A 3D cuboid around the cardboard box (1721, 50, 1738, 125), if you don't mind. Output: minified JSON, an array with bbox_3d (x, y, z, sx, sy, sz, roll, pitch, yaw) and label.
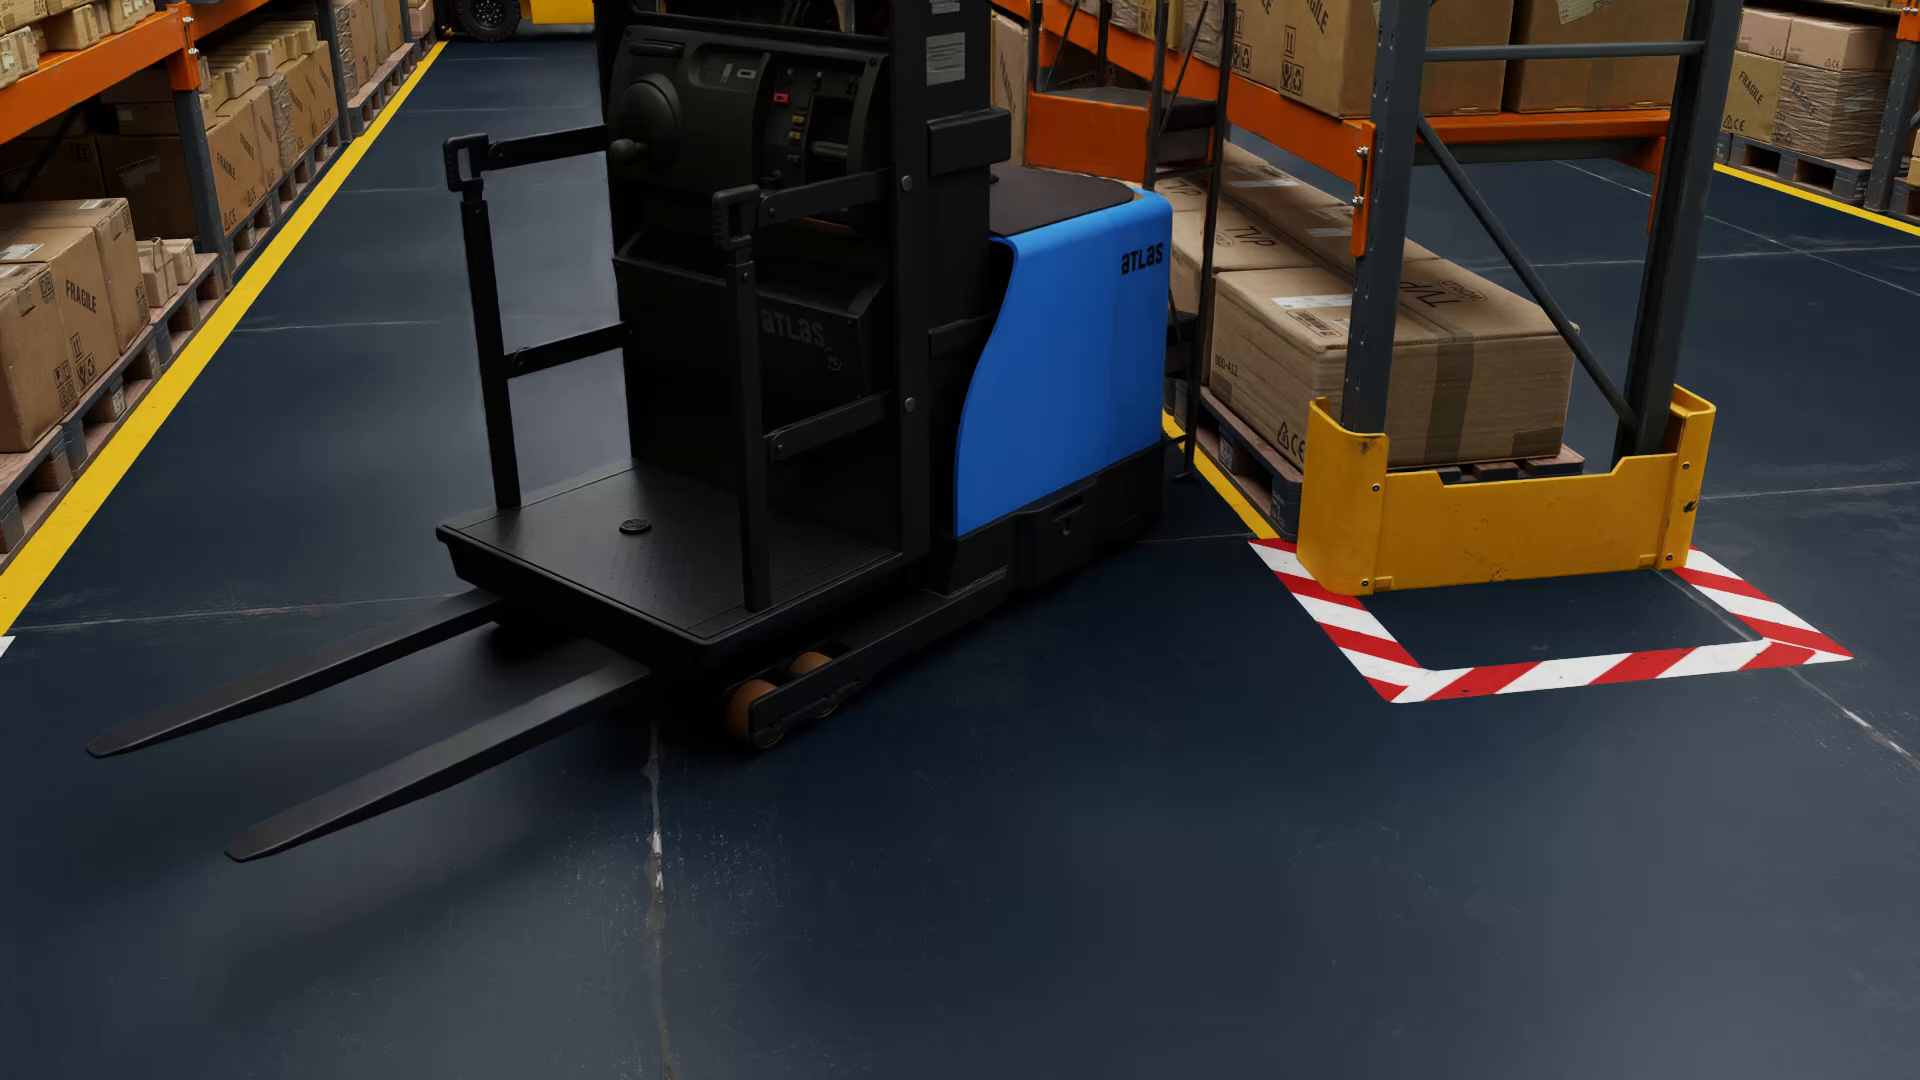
[{"bbox_3d":[5.164,-3.029,11.035,0.500,0.500,0.500,-5,24,-11],"label":"cardboard box"}]

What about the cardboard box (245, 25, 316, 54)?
[{"bbox_3d":[-4.308,-3.167,10.543,0.380,0.149,0.250,-6,24,-12],"label":"cardboard box"}]

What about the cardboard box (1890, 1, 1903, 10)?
[{"bbox_3d":[9.413,-5.183,15.944,0.700,0.500,0.500,-6,24,-14],"label":"cardboard box"}]

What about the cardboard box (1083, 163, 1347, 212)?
[{"bbox_3d":[1.064,-1.311,7.180,0.875,0.438,0.875,-5,24,-11],"label":"cardboard box"}]

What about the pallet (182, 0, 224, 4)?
[{"bbox_3d":[-4.030,-2.765,8.073,1.003,0.211,1.213,-4,24,-10],"label":"pallet"}]

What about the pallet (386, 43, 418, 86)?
[{"bbox_3d":[-5.294,-4.112,14.402,1.003,0.211,1.213,-4,24,-10],"label":"pallet"}]

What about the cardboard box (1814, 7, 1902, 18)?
[{"bbox_3d":[5.756,-3.215,10.526,0.500,0.250,0.500,-4,24,-8],"label":"cardboard box"}]

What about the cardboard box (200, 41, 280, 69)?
[{"bbox_3d":[-4.252,-2.855,9.828,0.380,0.149,0.250,-5,24,-11],"label":"cardboard box"}]

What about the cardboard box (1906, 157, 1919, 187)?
[{"bbox_3d":[5.485,-2.024,9.175,0.380,0.149,0.250,-5,24,-12],"label":"cardboard box"}]

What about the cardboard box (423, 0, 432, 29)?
[{"bbox_3d":[-5.342,-5.023,15.914,0.500,0.250,0.500,-5,24,-11],"label":"cardboard box"}]

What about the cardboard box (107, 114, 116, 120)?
[{"bbox_3d":[-4.454,-1.945,8.553,0.500,0.500,0.500,-5,24,-12],"label":"cardboard box"}]

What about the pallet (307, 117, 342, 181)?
[{"bbox_3d":[-4.628,-2.529,10.778,1.003,0.211,1.213,-4,24,-10],"label":"pallet"}]

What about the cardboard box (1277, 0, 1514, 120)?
[{"bbox_3d":[1.278,-1.542,4.908,0.500,0.500,0.500,-4,24,-9],"label":"cardboard box"}]

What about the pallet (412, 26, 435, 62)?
[{"bbox_3d":[-5.575,-4.715,15.782,1.003,0.211,1.213,-4,24,-10],"label":"pallet"}]

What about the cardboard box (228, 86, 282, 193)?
[{"bbox_3d":[-4.054,-2.190,9.114,0.500,0.500,0.500,-5,24,-11],"label":"cardboard box"}]

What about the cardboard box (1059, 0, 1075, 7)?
[{"bbox_3d":[0.717,-2.741,7.654,0.500,0.500,0.500,-4,24,-8],"label":"cardboard box"}]

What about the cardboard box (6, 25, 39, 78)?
[{"bbox_3d":[-3.299,-1.604,5.489,0.380,0.149,0.250,-4,24,-9],"label":"cardboard box"}]

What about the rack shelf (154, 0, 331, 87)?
[{"bbox_3d":[-4.360,-2.987,9.241,1.077,0.370,4.000,-4,24,-10],"label":"rack shelf"}]

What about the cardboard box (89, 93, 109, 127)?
[{"bbox_3d":[-4.395,-2.101,8.101,0.380,0.149,0.250,-4,24,-10],"label":"cardboard box"}]

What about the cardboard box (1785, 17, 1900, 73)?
[{"bbox_3d":[5.347,-2.970,9.965,0.500,0.250,0.500,-5,24,-11],"label":"cardboard box"}]

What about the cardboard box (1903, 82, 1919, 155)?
[{"bbox_3d":[5.858,-2.663,10.197,0.500,0.500,0.500,-3,24,-8],"label":"cardboard box"}]

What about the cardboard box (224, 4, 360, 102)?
[{"bbox_3d":[-4.831,-3.454,11.854,0.875,0.625,0.625,-4,24,-8],"label":"cardboard box"}]

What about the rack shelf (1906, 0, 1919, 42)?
[{"bbox_3d":[6.104,-2.189,7.413,1.077,0.370,4.000,-4,24,-10],"label":"rack shelf"}]

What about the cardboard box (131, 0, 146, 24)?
[{"bbox_3d":[-3.613,-2.208,6.871,0.380,0.149,0.250,-4,24,-8],"label":"cardboard box"}]

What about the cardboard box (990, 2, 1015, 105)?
[{"bbox_3d":[0.520,-2.711,9.839,0.875,0.875,0.875,-4,24,-8],"label":"cardboard box"}]

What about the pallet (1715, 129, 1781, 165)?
[{"bbox_3d":[5.359,-2.815,11.431,1.003,0.211,1.213,-4,24,-10],"label":"pallet"}]

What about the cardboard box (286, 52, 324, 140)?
[{"bbox_3d":[-4.358,-2.803,10.518,0.500,0.500,0.500,-5,24,-11],"label":"cardboard box"}]

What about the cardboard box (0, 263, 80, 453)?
[{"bbox_3d":[-3.390,-0.591,5.453,0.700,0.500,0.500,-3,24,-8],"label":"cardboard box"}]

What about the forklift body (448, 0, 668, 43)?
[{"bbox_3d":[-4.065,-6.251,16.875,2.313,2.155,1.214,-4,24,-10],"label":"forklift body"}]

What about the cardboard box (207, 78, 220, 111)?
[{"bbox_3d":[-3.980,-2.239,8.416,0.380,0.149,0.250,-6,24,-12],"label":"cardboard box"}]

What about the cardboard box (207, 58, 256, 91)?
[{"bbox_3d":[-4.098,-2.544,9.116,0.380,0.149,0.250,-3,24,-8],"label":"cardboard box"}]

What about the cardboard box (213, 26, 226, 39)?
[{"bbox_3d":[-4.939,-3.220,10.662,0.380,0.149,0.250,-3,24,-7],"label":"cardboard box"}]

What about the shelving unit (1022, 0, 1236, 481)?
[{"bbox_3d":[0.524,-1.220,5.391,0.503,2.100,0.431,20,27,37],"label":"shelving unit"}]

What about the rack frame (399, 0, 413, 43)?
[{"bbox_3d":[-5.469,-5.677,14.501,1.000,3.000,0.127,-4,24,-10],"label":"rack frame"}]

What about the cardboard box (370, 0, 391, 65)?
[{"bbox_3d":[-5.226,-4.271,13.724,0.875,0.625,0.625,-5,24,-10],"label":"cardboard box"}]

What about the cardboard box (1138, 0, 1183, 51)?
[{"bbox_3d":[0.987,-2.144,6.287,0.500,0.500,0.500,-4,24,-8],"label":"cardboard box"}]

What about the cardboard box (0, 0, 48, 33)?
[{"bbox_3d":[-3.375,-1.820,5.485,0.500,0.250,0.500,-5,24,-11],"label":"cardboard box"}]

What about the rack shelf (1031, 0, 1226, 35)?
[{"bbox_3d":[0.549,-1.858,5.142,0.480,0.518,0.431,20,27,37],"label":"rack shelf"}]

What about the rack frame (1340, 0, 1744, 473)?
[{"bbox_3d":[1.627,-1.326,4.538,1.000,3.000,0.127,-4,24,-10],"label":"rack frame"}]

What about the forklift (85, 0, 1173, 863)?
[{"bbox_3d":[-0.690,-1.059,4.012,1.130,2.935,3.031,19,30,36],"label":"forklift"}]

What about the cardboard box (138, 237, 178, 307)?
[{"bbox_3d":[-3.532,-1.132,6.986,0.396,0.266,0.258,-3,24,-8],"label":"cardboard box"}]

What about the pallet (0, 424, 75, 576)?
[{"bbox_3d":[-3.412,-0.023,5.038,1.003,0.211,1.213,-4,24,-10],"label":"pallet"}]

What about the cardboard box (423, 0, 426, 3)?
[{"bbox_3d":[-5.350,-5.250,15.808,0.500,0.250,0.500,-4,24,-10],"label":"cardboard box"}]

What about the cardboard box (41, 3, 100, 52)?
[{"bbox_3d":[-3.445,-1.904,6.175,0.380,0.149,0.250,-5,24,-11],"label":"cardboard box"}]

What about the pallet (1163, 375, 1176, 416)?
[{"bbox_3d":[1.180,-0.836,6.900,1.003,0.211,1.213,-4,24,-10],"label":"pallet"}]
